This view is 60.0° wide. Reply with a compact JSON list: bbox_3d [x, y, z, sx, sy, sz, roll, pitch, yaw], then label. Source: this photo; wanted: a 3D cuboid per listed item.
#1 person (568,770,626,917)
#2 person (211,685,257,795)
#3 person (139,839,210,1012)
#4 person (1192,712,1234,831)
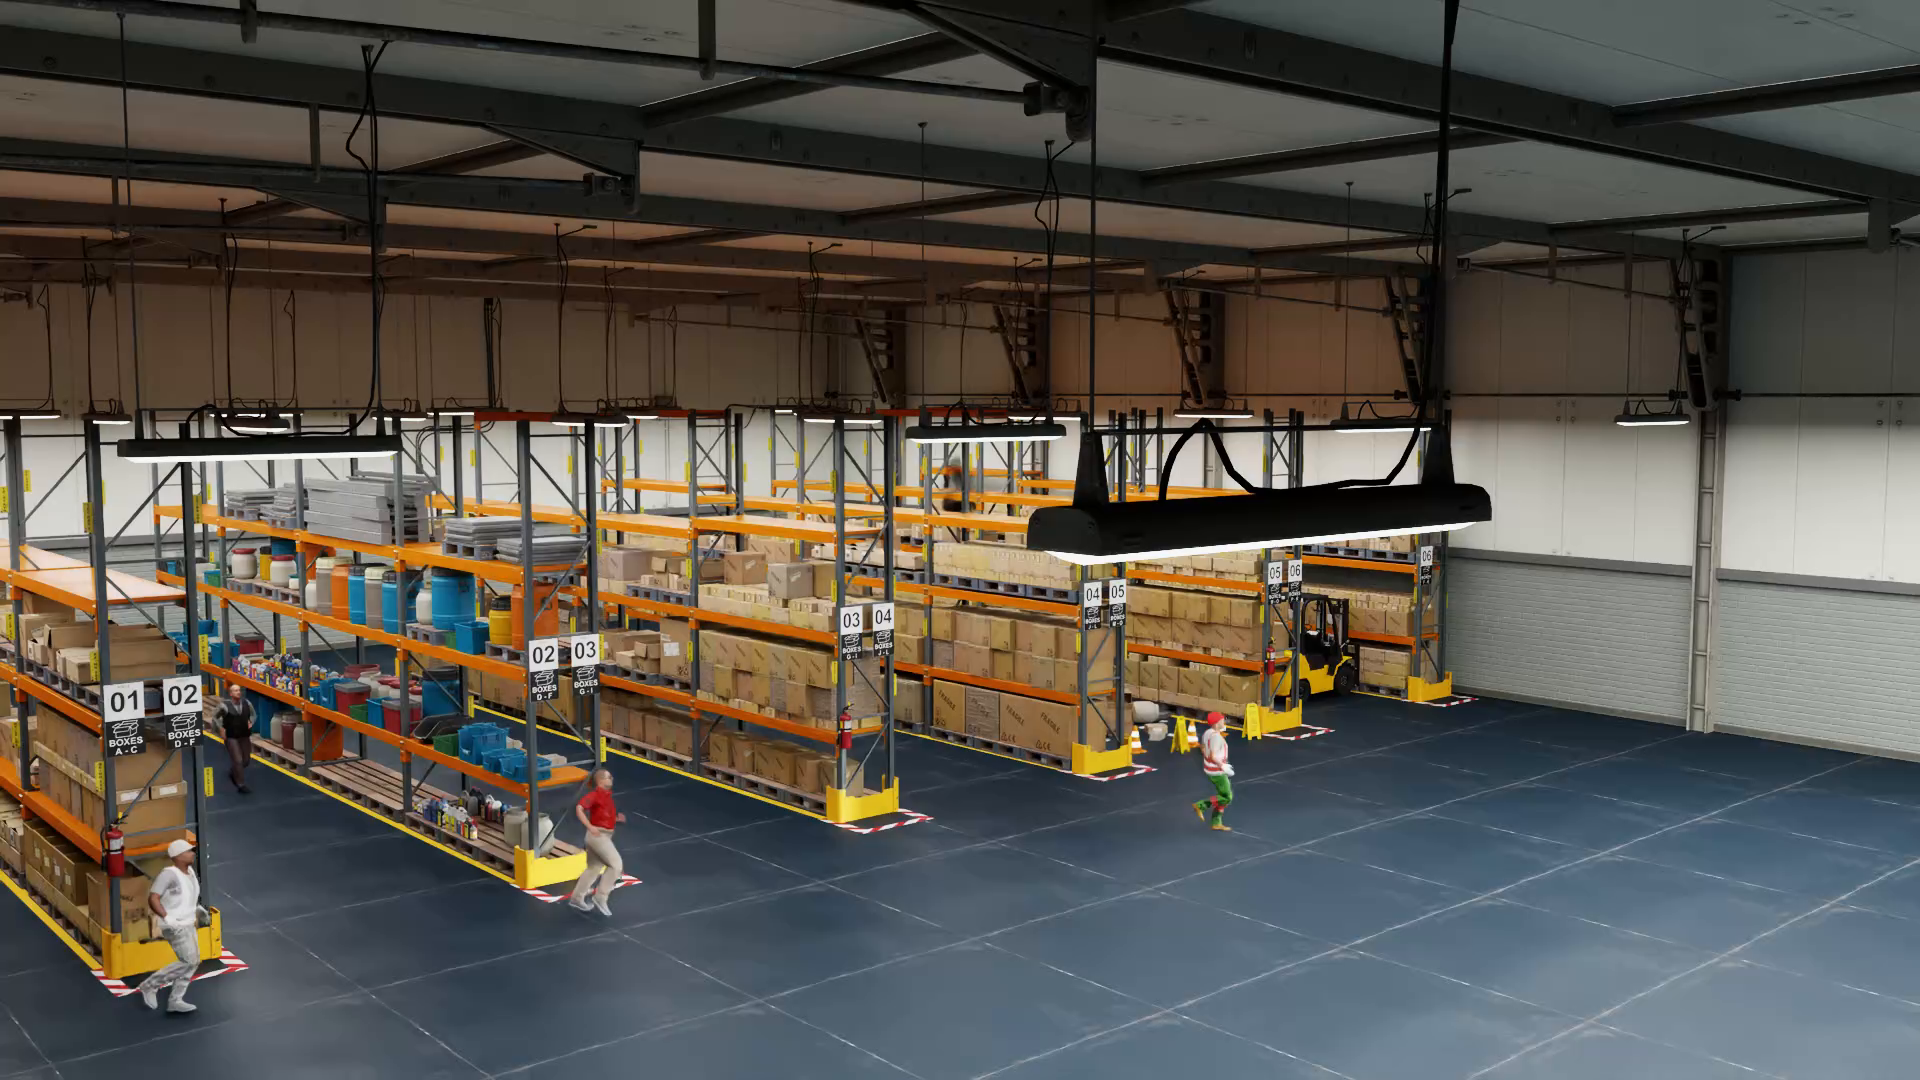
[{"bbox_3d":[-4.443,3.701,20.422,0.686,1.750,0.702,-1,5,-8],"label":"person"},{"bbox_3d":[-11.510,3.150,26.472,0.802,1.710,0.676,4,7,41],"label":"person"},{"bbox_3d":[-8.106,3.964,17.196,0.580,1.726,0.742,-1,5,-6],"label":"person"},{"bbox_3d":[3.645,3.357,24.121,0.601,1.752,0.664,0,5,-6],"label":"person"}]
